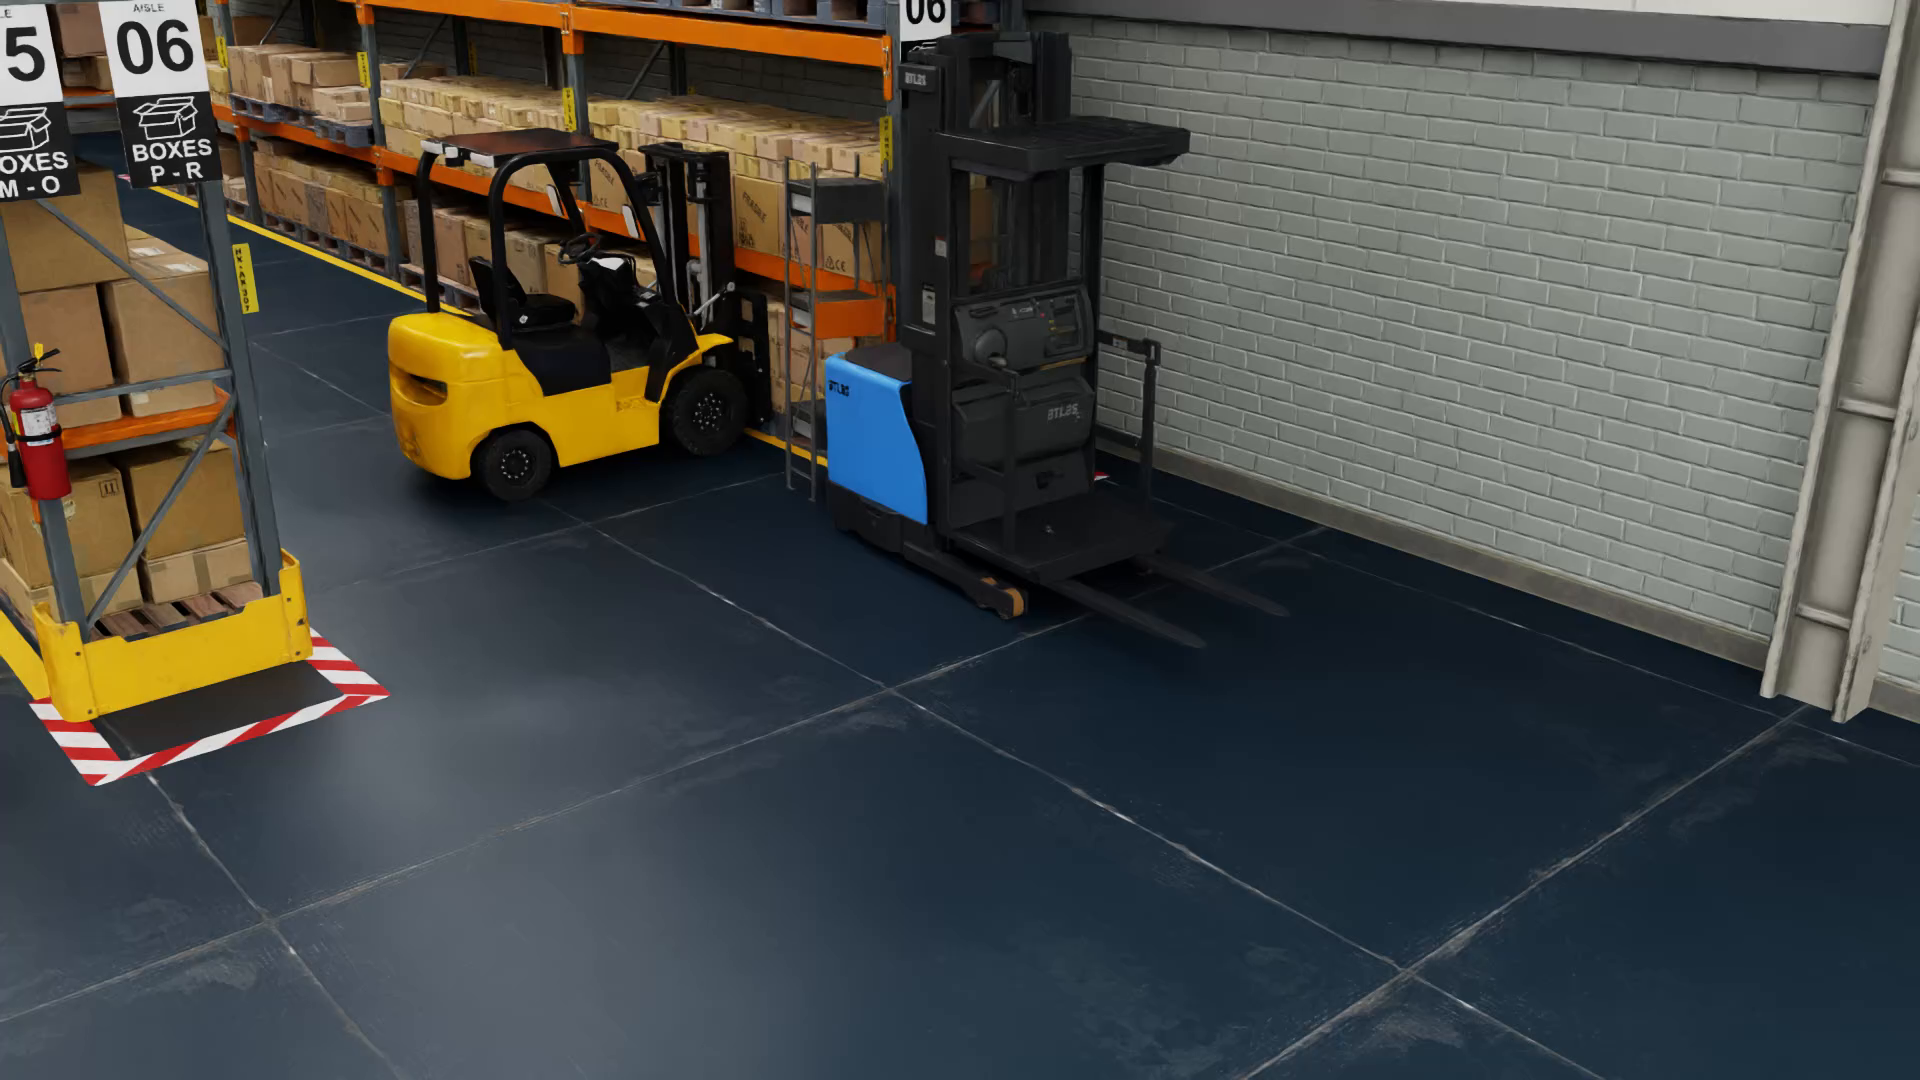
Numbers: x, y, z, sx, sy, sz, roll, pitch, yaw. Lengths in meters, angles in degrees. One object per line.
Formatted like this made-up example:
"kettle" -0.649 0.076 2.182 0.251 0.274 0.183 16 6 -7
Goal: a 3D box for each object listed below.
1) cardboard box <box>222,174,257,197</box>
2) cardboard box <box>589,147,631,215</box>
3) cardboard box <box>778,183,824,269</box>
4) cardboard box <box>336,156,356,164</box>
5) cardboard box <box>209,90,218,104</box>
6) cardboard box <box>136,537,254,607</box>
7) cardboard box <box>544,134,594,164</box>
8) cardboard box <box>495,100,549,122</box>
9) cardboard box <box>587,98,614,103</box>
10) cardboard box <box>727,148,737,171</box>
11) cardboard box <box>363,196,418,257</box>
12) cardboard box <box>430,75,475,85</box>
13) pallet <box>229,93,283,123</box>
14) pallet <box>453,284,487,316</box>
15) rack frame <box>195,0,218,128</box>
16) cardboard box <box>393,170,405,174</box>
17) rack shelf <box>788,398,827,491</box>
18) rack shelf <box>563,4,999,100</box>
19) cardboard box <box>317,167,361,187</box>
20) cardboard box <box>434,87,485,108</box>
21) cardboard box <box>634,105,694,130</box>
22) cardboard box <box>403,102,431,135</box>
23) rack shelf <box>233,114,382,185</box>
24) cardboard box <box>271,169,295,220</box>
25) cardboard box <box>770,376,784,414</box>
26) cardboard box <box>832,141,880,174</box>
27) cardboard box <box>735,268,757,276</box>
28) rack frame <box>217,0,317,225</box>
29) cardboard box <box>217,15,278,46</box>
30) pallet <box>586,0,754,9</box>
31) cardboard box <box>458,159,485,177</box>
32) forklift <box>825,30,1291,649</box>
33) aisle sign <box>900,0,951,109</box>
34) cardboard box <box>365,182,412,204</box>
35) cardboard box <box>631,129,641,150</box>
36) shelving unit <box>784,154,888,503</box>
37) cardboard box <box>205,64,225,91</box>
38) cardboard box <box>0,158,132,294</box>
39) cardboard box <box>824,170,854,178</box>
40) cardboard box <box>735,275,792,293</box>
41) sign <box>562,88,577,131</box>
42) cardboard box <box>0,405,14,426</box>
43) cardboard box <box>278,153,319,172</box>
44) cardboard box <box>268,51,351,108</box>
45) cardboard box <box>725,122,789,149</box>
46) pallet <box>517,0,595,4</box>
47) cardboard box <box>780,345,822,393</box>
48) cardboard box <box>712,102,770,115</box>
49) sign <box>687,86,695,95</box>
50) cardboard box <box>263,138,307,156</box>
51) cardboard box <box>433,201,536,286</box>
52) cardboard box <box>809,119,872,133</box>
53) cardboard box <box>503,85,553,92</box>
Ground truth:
"cardboard box" -8.677 -4.298 20.019 0.396 0.266 0.258 -16 27 -36
"cardboard box" -2.543 -2.845 12.997 0.500 0.500 0.500 -18 28 -39
"cardboard box" -0.876 -2.143 11.207 0.500 0.500 0.500 -16 27 -36
"cardboard box" -6.732 -4.204 18.567 0.380 0.149 0.250 -17 27 -36
"cardboard box" -8.631 -5.237 19.587 0.380 0.149 0.250 -17 27 -36
"cardboard box" -4.099 0.101 8.808 0.500 0.250 0.500 -18 28 -38
"cardboard box" -3.150 -3.221 13.614 0.500 0.250 0.500 -18 28 -39
"cardboard box" -3.724 -3.649 14.160 0.380 0.149 0.250 -18 28 -39
"cardboard box" -3.182 -3.701 14.294 0.380 0.149 0.250 -18 28 -38
"cardboard box" -1.413 -2.695 11.724 0.380 0.149 0.250 -18 27 -38
"cardboard box" -5.685 -3.185 16.856 0.500 0.500 0.500 -16 27 -36
"cardboard box" -4.881 -4.395 16.066 0.380 0.149 0.250 -16 27 -36
"pallet" -7.418 -4.857 18.535 1.003 0.211 1.213 -17 27 -37
"pallet" -3.946 -2.216 15.353 1.003 0.211 1.213 -17 27 -37
"rack frame" -10.468 -6.298 21.952 1.000 3.000 0.127 -17 27 -37
"cardboard box" -5.834 -3.867 17.706 0.380 0.149 0.250 -19 28 -40
"rack shelf" -0.799 -0.643 10.643 0.480 0.518 0.431 -9 21 -30
"rack shelf" -1.330 -3.492 11.661 1.077 0.370 4.000 -17 27 -37
"cardboard box" -6.605 -3.871 17.717 0.380 0.149 0.250 -19 28 -40
"cardboard box" -4.532 -4.009 15.079 0.380 0.149 0.250 -17 27 -37
"cardboard box" -2.240 -3.192 12.587 0.380 0.149 0.250 -18 28 -38
"cardboard box" -4.816 -3.932 15.430 0.500 0.250 0.500 -16 27 -36
"rack shelf" -6.552 -4.306 17.851 1.077 0.370 4.000 -17 27 -37
"cardboard box" -7.357 -3.893 18.662 0.500 0.500 0.500 -18 28 -38
"cardboard box" -1.207 -1.128 11.945 0.500 0.250 0.500 -17 27 -37
"cardboard box" -0.602 -2.475 10.754 0.380 0.149 0.250 -17 27 -37
"cardboard box" -1.505 -1.995 12.787 0.500 0.250 0.500 -17 27 -37
"rack frame" -7.857 -5.193 19.130 1.000 3.000 0.127 -17 27 -37
"cardboard box" -8.628 -6.086 20.179 0.500 0.500 0.500 -18 28 -39
"pallet" -2.059 -4.109 12.370 1.003 0.211 1.213 -17 27 -37
"cardboard box" -4.138 -3.413 14.791 0.500 0.250 0.500 -16 27 -36
"forklift" 0.486 -1.144 8.886 1.130 2.935 3.031 -16 26 -35
"aisle sign" -0.204 -3.000 9.967 0.394 0.787 0.004 -17 27 -37
"cardboard box" -5.761 -3.498 16.764 0.380 0.149 0.250 -19 28 -40
"cardboard box" -2.265 -3.044 12.617 0.380 0.149 0.250 -18 27 -38
"shelving unit" -0.780 -1.321 10.422 0.503 2.100 0.431 -9 21 -30
"cardboard box" -8.713 -5.480 19.659 0.500 0.250 0.500 -17 27 -37
"cardboard box" -4.281 -1.435 7.619 0.700 0.500 0.500 -18 28 -39
"cardboard box" -0.652 -2.319 10.766 0.380 0.149 0.250 -17 27 -37
"cardboard box" -1.561 -1.730 12.112 0.500 0.250 0.500 -18 28 -38
"sign" -3.040 -3.353 12.954 0.100 0.325 0.005 -17 27 -37
"cardboard box" -4.438 -0.674 7.937 0.380 0.149 0.250 -18 28 -38
"cardboard box" -7.409 -4.238 18.654 0.380 0.149 0.250 -19 28 -40
"cardboard box" -6.861 -4.889 17.639 0.700 0.500 0.500 -18 27 -38
"cardboard box" -1.423 -2.836 11.678 0.380 0.149 0.250 -17 27 -37
"pallet" -3.221 -4.531 13.589 0.805 0.209 1.217 -19 28 -39
"cardboard box" -0.898 -1.227 11.513 0.500 0.250 0.500 -18 28 -38
"cardboard box" -1.672 -3.250 12.736 0.380 0.149 0.250 -18 28 -38
"sign" -2.216 -3.556 13.653 0.100 0.325 0.005 -17 27 -37
"cardboard box" -7.619 -4.443 18.768 0.380 0.149 0.250 -19 28 -40
"cardboard box" -4.417 -2.824 15.761 0.875 0.625 0.625 -16 27 -36
"cardboard box" -0.848 -2.893 11.824 0.380 0.149 0.250 -18 28 -39
"cardboard box" -3.951 -4.072 15.242 0.380 0.149 0.250 -18 28 -38
